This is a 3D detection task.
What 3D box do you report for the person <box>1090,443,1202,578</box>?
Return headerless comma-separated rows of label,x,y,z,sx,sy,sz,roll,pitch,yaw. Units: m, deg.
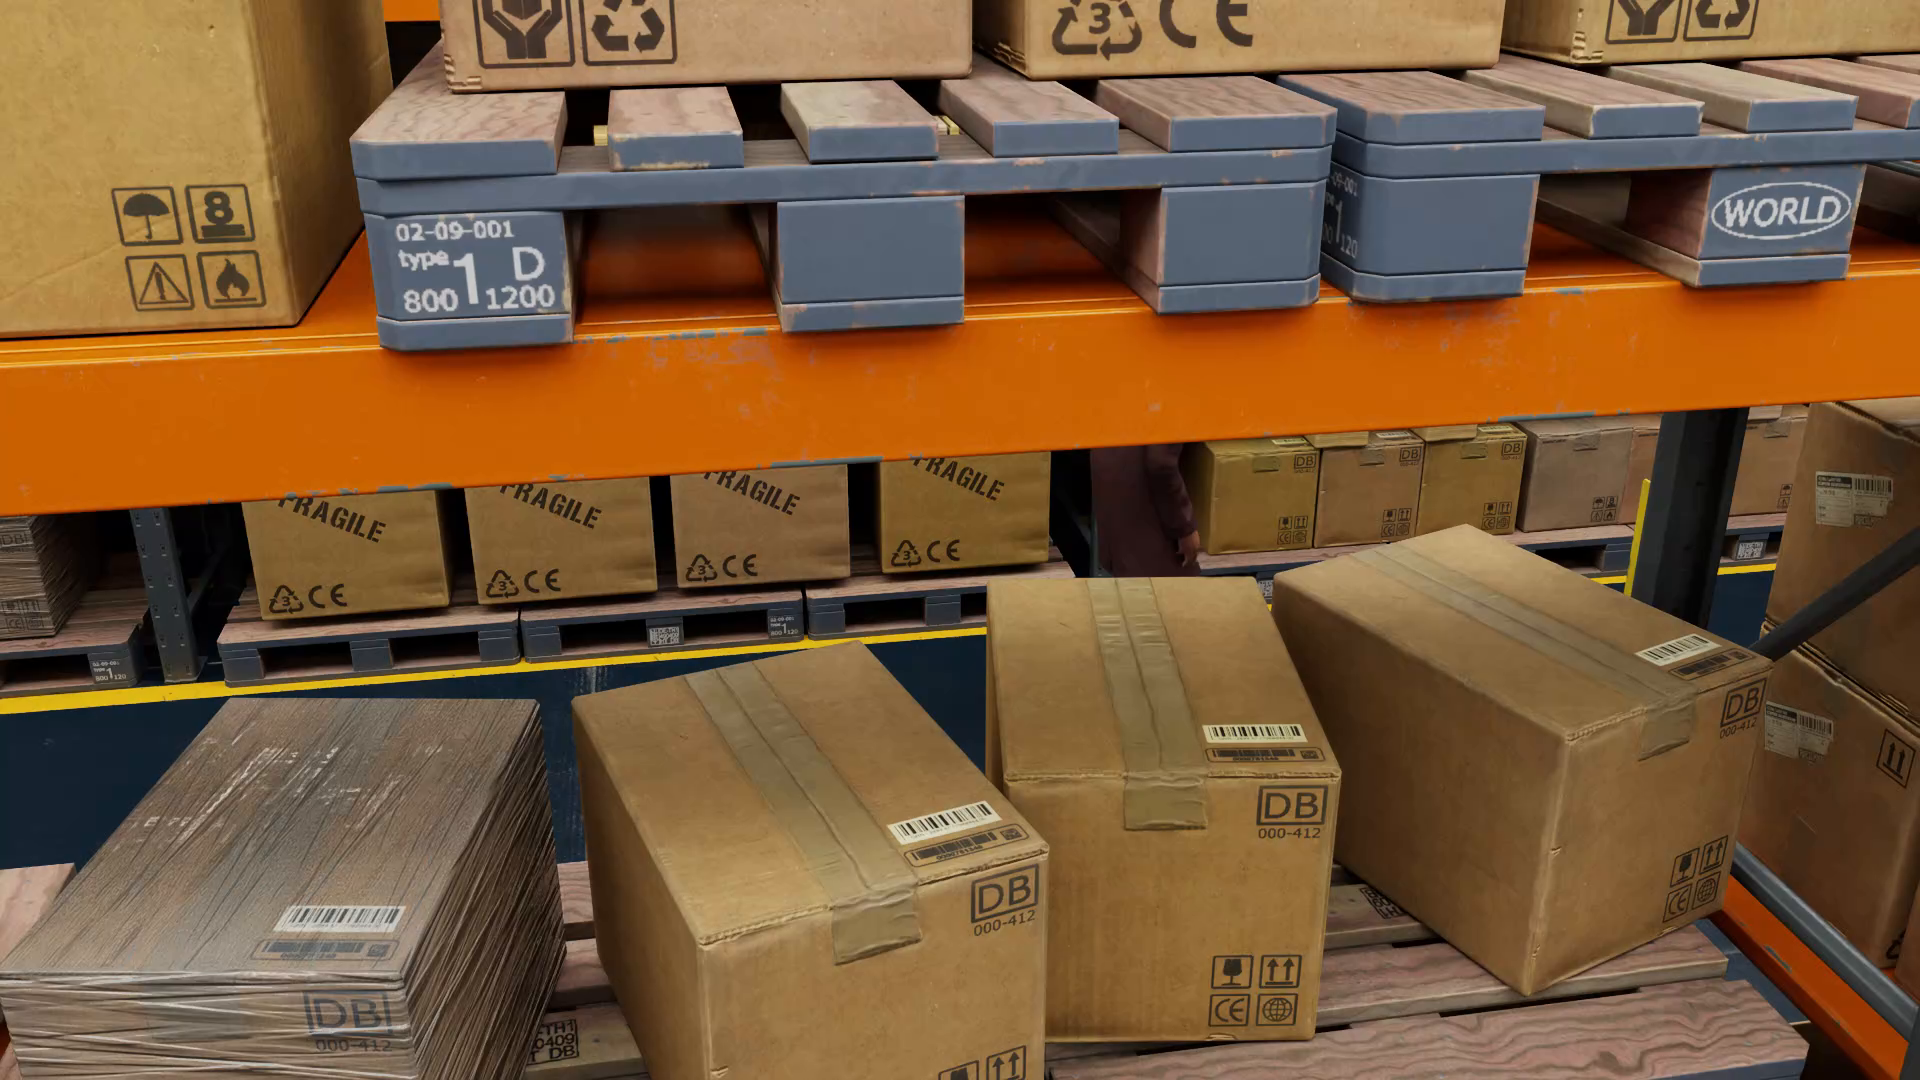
person,0.715,-0.100,6.350,0.426,1.775,0.612,-7,24,-16
